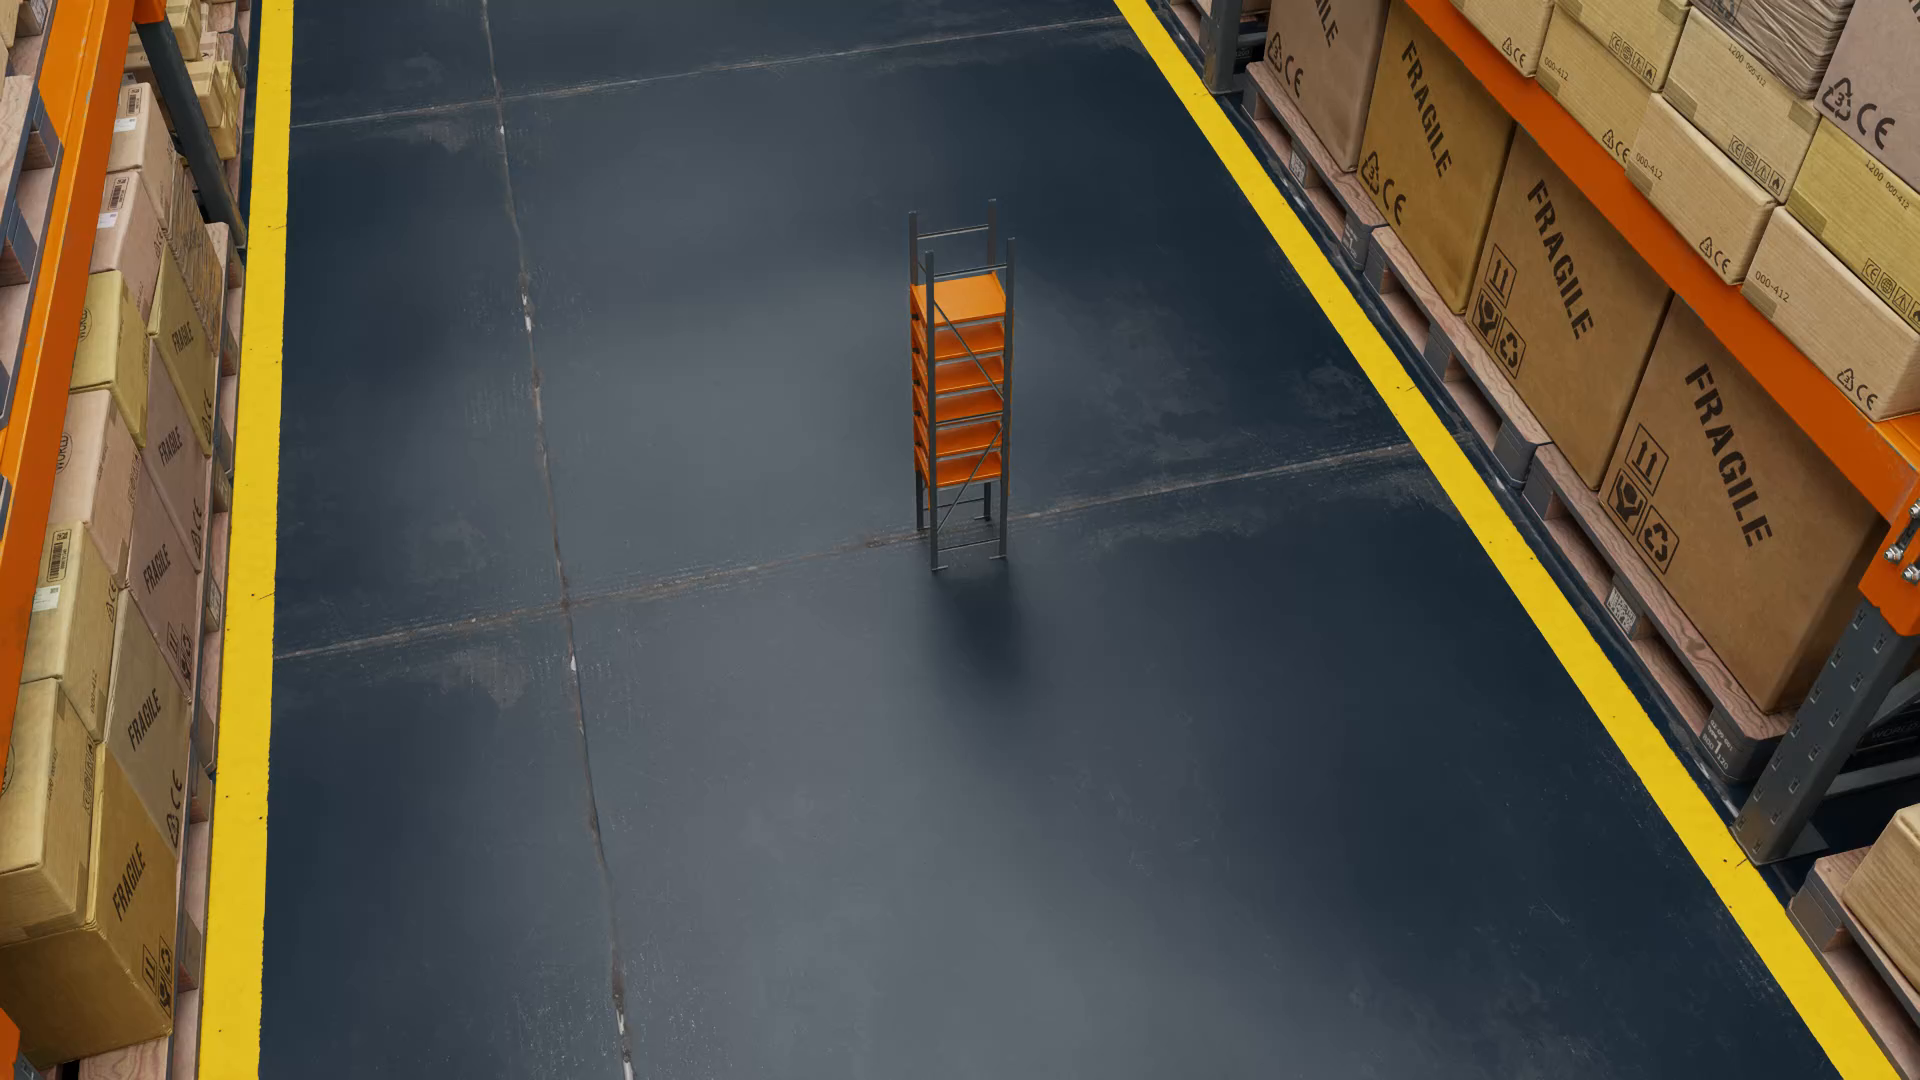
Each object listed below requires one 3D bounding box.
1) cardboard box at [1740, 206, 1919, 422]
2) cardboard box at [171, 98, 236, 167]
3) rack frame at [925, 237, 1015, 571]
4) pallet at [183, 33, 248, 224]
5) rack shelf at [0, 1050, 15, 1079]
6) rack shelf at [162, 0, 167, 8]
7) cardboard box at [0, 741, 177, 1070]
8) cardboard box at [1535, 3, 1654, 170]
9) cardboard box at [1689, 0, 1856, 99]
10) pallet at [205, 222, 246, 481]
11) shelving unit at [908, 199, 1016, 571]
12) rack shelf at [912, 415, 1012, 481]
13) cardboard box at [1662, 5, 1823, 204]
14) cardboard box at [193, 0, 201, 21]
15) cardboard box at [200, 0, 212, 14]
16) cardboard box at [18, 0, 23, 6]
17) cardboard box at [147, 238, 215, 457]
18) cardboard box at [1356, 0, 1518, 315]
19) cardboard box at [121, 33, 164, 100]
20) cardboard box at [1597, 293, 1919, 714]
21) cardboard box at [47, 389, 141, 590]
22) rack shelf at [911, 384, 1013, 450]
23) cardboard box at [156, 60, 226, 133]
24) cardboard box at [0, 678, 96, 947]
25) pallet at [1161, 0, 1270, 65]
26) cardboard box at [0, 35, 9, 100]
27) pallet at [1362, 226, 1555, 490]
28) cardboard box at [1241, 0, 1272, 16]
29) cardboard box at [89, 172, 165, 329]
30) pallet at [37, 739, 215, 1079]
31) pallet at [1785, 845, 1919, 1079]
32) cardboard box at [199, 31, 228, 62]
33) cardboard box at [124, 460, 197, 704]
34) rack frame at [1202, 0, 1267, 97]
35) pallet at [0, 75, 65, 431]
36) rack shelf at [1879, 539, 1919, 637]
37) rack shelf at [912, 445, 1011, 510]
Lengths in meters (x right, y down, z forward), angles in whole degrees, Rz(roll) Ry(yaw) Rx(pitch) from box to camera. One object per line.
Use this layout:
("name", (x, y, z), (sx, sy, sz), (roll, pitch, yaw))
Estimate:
("cardboard box", (2.188, -0.565, 3.808), (0.500, 0.250, 0.500), (-12, 47, -12))
("cardboard box", (-2.998, -1.561, 6.382), (0.380, 0.149, 0.250), (-13, 47, -12))
("rack frame", (0.027, -0.347, 4.750), (0.240, 1.200, 0.006), (-11, 47, -10))
("pallet", (-3.421, -1.583, 6.654), (1.003, 0.211, 1.213), (-11, 47, -10))
("rack shelf", (-1.679, 2.292, 1.407), (1.077, 0.370, 4.000), (-11, 47, -10))
("rack shelf", (-3.727, -3.231, 6.820), (1.077, 0.370, 4.000), (-11, 47, -10))
("cardboard box", (-2.126, 0.852, 3.771), (0.500, 0.500, 0.500), (-13, 47, -12))
("cardboard box", (1.928, -1.265, 4.494), (0.500, 0.250, 0.500), (-11, 47, -11))
("cardboard box", (2.044, -1.362, 3.715), (0.500, 0.500, 0.500), (-10, 46, -10))
("pallet", (-3.014, -0.589, 5.679), (1.003, 0.211, 1.213), (-11, 47, -10))
("shelving unit", (0.004, -0.410, 4.812), (0.258, 1.200, 0.189), (-11, 47, -10))
("rack shelf", (0.004, -0.295, 4.929), (0.258, 0.103, 0.180), (-11, 47, -10))
("cardboard box", (2.064, -1.079, 3.962), (0.500, 0.250, 0.500), (-12, 47, -11))
("cardboard box", (-3.314, -2.171, 6.771), (0.380, 0.149, 0.250), (-13, 47, -12))
("cardboard box", (-3.396, -2.253, 7.060), (0.380, 0.149, 0.250), (-13, 47, -12))
("cardboard box", (-2.793, -1.572, 4.572), (0.380, 0.149, 0.250), (-11, 47, -10))
("cardboard box", (-2.651, -0.555, 5.150), (0.500, 0.500, 0.500), (-12, 47, -11))
("cardboard box", (2.019, -1.445, 5.759), (0.875, 0.875, 0.875), (-9, 46, -9))
("cardboard box", (-3.103, -1.735, 6.136), (0.380, 0.149, 0.250), (-9, 46, -9))
("cardboard box", (2.471, -0.211, 4.550), (0.875, 0.875, 0.875), (-11, 47, -11))
("cardboard box", (-2.378, -0.090, 4.169), (0.500, 0.250, 0.500), (-10, 46, -10))
("rack shelf", (0.004, -0.379, 4.843), (0.258, 0.103, 0.180), (-11, 47, -10))
("cardboard box", (-2.999, -1.664, 6.275), (0.380, 0.149, 0.250), (-9, 46, -8))
("cardboard box", (-2.134, 0.605, 3.488), (0.500, 0.250, 0.500), (-13, 47, -12))
("pallet", (1.425, -2.640, 7.690), (1.003, 0.211, 1.213), (-11, 47, -10))
("cardboard box", (-2.653, -1.207, 4.215), (0.380, 0.149, 0.250), (-13, 47, -12))
("pallet", (2.130, -0.738, 5.826), (1.003, 0.211, 1.213), (-11, 47, -10))
("cardboard box", (1.487, -2.780, 7.374), (0.875, 0.438, 0.875), (-11, 47, -11))
("cardboard box", (-2.661, -0.811, 4.876), (0.500, 0.250, 0.500), (-9, 46, -8))
("pallet", (-2.390, 1.096, 4.028), (1.003, 0.211, 1.213), (-11, 47, -10))
("pallet", (2.767, 1.200, 3.926), (1.003, 0.211, 1.213), (-11, 47, -10))
("cardboard box", (-3.180, -1.907, 6.721), (0.380, 0.149, 0.250), (-11, 47, -11))
("cardboard box", (-2.394, 0.152, 4.457), (0.500, 0.500, 0.500), (-12, 47, -11))
("rack frame", (1.544, -3.077, 6.165), (1.000, 3.000, 0.127), (-11, 47, -10))
("pallet", (-2.738, -0.633, 3.904), (1.003, 0.211, 1.213), (-11, 47, -10))
("rack shelf", (3.080, 1.317, 2.363), (1.077, 0.370, 4.000), (-11, 47, -10))
("rack shelf", (0.004, -0.211, 5.015), (0.258, 0.103, 0.180), (-11, 47, -10))
